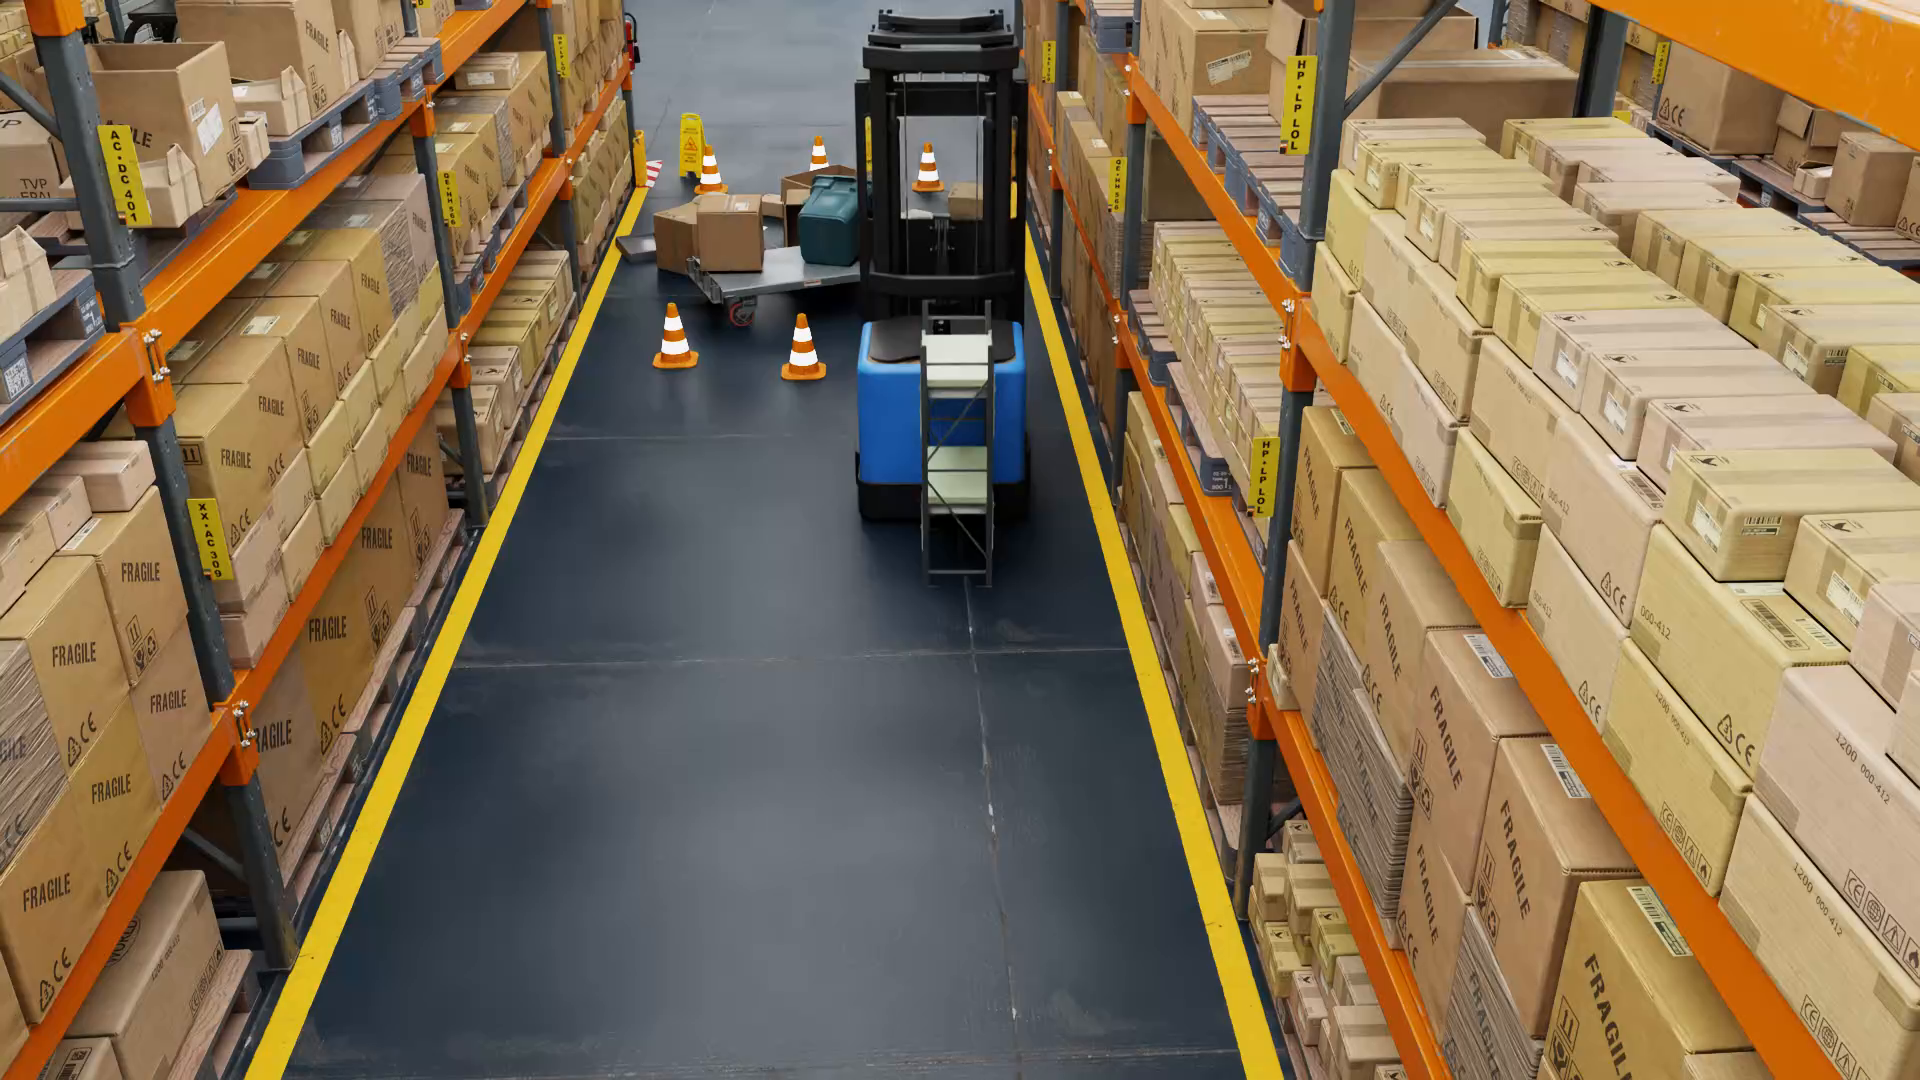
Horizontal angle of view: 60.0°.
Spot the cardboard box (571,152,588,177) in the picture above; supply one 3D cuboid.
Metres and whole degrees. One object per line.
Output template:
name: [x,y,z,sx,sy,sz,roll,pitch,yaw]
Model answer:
cardboard box: [-3.378,-3.187,14.125,0.380,0.149,0.250,-1,28,-2]

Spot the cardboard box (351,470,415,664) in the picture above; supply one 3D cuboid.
cardboard box: [-3.466,0.074,8.708,0.875,0.875,0.875,-1,28,-2]

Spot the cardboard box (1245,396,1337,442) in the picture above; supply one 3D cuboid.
cardboard box: [1.443,-0.497,7.133,0.380,0.149,0.250,-2,28,-4]

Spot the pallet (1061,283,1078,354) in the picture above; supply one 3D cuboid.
pallet: [1.383,-1.837,13.545,1.003,0.211,1.213,-1,28,-3]

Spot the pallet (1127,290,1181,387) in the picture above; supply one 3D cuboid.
pallet: [1.620,-1.169,9.456,1.213,0.211,1.003,-1,28,-3]

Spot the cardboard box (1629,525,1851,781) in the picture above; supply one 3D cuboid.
cardboard box: [1.588,0.186,3.028,0.500,0.250,0.500,-2,28,-4]

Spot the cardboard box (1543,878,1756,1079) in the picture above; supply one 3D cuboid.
cardboard box: [1.596,1.055,3.473,0.500,0.500,0.500,-2,28,-4]

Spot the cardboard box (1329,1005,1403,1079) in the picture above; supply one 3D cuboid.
cardboard box: [1.482,1.728,5.679,0.380,0.149,0.250,-1,28,-2]

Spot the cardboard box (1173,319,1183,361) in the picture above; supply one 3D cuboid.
cardboard box: [1.342,-1.071,8.878,0.380,0.149,0.250,0,28,0]

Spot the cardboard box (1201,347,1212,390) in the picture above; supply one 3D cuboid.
cardboard box: [1.388,-0.840,8.114,0.380,0.149,0.250,0,28,-1]

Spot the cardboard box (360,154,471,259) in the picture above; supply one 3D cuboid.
cardboard box: [-3.254,-1.991,9.939,0.500,0.500,0.500,-2,28,-4]

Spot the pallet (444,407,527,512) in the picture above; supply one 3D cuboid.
pallet: [-3.501,-0.539,11.056,1.003,0.211,1.213,-1,28,-3]

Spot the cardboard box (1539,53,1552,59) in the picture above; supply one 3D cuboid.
cardboard box: [5.826,-4.638,16.170,0.380,0.149,0.250,-1,28,-3]

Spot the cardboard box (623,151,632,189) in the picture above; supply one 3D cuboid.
cardboard box: [-3.567,-3.699,16.617,0.500,0.250,0.500,-2,28,-3]

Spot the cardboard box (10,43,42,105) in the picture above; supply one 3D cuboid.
cardboard box: [-8.466,-4.103,14.765,0.500,0.500,0.500,-1,28,-2]

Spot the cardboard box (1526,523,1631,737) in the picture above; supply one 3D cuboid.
cardboard box: [1.560,0.181,3.577,0.500,0.250,0.500,0,28,0]

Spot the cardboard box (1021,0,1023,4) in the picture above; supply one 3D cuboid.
cardboard box: [1.040,-5.649,16.507,0.875,0.550,0.550,-1,28,-3]

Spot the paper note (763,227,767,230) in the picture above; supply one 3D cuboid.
paper note: [-1.947,-3.003,15.988,0.148,0.019,0.142,8,29,15]

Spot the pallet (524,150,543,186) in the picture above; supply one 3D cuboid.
pallet: [-3.776,-2.821,12.622,1.003,0.211,1.213,-1,28,-3]

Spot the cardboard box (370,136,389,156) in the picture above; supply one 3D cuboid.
cardboard box: [-3.801,-2.219,10.377,0.500,0.500,0.500,-2,28,-3]

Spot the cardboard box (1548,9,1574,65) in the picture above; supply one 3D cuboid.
cardboard box: [6.148,-4.810,15.799,0.875,0.500,0.500,-1,28,-3]

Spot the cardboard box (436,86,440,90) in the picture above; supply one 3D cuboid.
cardboard box: [-3.839,-3.187,11.532,0.380,0.149,0.250,0,28,0]

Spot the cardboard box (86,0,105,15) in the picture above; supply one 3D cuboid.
cardboard box: [-8.538,-5.166,16.102,0.380,0.149,0.250,-1,28,-2]

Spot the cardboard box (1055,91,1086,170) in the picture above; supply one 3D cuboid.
cardboard box: [1.026,-3.223,13.078,0.500,0.500,0.500,-1,28,-2]

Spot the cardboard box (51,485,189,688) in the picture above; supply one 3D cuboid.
cardboard box: [-2.952,0.156,5.518,0.500,0.500,0.500,-2,28,-3]

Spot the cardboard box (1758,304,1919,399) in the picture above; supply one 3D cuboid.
cardboard box: [2.053,-0.422,3.761,0.380,0.149,0.250,0,28,-1]

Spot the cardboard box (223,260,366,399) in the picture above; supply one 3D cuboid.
cardboard box: [-3.100,-0.970,7.677,0.500,0.500,0.500,-2,28,-3]

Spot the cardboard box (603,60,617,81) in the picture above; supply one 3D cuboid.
cardboard box: [-3.486,-4.479,15.866,0.380,0.149,0.250,-1,28,-2]

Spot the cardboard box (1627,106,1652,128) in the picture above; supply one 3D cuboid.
cardboard box: [5.918,-3.598,14.176,0.380,0.149,0.250,-1,28,-3]

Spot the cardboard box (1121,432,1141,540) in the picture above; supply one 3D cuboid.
cardboard box: [1.259,-0.326,9.881,0.500,0.500,0.500,-3,28,-5]

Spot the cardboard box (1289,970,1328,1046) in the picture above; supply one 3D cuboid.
cardboard box: [1.462,1.756,6.268,0.380,0.149,0.250,-2,28,-3]

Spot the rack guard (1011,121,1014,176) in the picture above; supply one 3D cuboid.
rack guard: [1.058,-4.178,17.721,1.175,0.500,0.348,-1,28,-3]

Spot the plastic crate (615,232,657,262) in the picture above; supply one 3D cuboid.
plastic crate: [-2.933,-2.712,15.364,0.402,0.080,0.583,-11,30,-20]

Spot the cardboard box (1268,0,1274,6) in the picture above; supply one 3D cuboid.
cardboard box: [1.799,-2.467,8.385,0.500,0.500,0.500,-1,28,-3]

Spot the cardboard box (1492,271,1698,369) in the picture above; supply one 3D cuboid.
cardboard box: [1.506,-0.527,3.963,0.380,0.149,0.250,-2,28,-4]

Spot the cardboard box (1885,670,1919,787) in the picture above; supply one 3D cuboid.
cardboard box: [1.583,0.305,2.368,0.380,0.149,0.250,-2,28,-3]

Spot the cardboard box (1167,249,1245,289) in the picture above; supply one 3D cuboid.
cardboard box: [1.332,-1.464,8.988,0.380,0.149,0.250,-2,28,-3]

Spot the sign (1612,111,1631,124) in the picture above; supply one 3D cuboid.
sign: [2.227,-1.310,5.715,0.100,0.325,0.005,-1,28,-3]

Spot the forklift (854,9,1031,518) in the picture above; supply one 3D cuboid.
forklift: [-0.117,-2.071,11.051,1.130,2.935,3.031,0,28,0]

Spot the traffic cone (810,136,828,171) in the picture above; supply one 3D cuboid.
traffic cone: [-1.478,-4.001,17.421,0.336,0.463,0.334,-1,28,-3]

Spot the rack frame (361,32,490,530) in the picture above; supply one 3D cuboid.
rack frame: [-3.461,-1.415,9.719,1.000,3.000,0.127,-1,28,-3]

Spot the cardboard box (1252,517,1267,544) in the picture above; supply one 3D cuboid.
cardboard box: [1.453,-0.107,7.030,0.380,0.149,0.250,-1,28,-2]

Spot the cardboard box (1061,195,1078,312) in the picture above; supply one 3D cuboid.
cardboard box: [1.390,-2.333,13.457,1.050,0.750,0.750,-2,28,-3]

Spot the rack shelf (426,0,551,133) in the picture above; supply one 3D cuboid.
rack shelf: [-3.566,-3.350,10.963,1.077,0.370,4.000,-1,28,-3]

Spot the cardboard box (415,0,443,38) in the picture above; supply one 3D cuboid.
cardboard box: [-3.501,-3.227,9.842,0.700,0.500,0.500,-1,28,-3]

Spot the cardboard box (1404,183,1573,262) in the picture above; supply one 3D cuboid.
cardboard box: [1.477,-0.893,4.666,0.380,0.149,0.250,-2,28,-4]

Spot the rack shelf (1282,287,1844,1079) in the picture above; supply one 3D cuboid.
rack shelf: [1.790,0.179,4.198,1.077,0.370,4.000,-1,28,-3]

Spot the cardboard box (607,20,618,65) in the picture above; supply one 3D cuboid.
cardboard box: [-3.554,-4.810,15.799,0.500,0.500,0.500,-1,28,-3]

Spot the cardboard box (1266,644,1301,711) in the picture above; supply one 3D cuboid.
cardboard box: [1.373,0.516,6.288,0.380,0.149,0.250,0,28,-1]

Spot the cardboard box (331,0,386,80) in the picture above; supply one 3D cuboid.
cardboard box: [-3.220,-2.523,8.037,0.700,0.500,0.500,-3,28,-5]

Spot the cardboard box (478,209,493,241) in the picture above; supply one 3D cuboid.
cardboard box: [-3.236,-2.031,10.717,0.380,0.149,0.250,-1,28,-2]

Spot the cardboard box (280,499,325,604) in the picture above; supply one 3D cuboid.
cardboard box: [-3.040,0.050,7.072,0.500,0.250,0.500,-2,28,-4]

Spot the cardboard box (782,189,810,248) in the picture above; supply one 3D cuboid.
cardboard box: [-1.202,-2.881,15.083,0.797,0.637,0.503,-1,28,-3]

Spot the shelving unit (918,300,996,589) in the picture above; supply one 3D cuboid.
shelving unit: [-0.017,-0.557,9.695,0.431,1.500,0.755,0,28,0]

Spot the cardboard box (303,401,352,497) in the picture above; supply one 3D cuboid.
cardboard box: [-3.049,-0.407,7.407,0.500,0.250,0.500,-1,28,-2]

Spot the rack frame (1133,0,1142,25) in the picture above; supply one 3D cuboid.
rack frame: [1.477,-4.241,8.650,1.000,3.000,0.127,-1,28,-3]

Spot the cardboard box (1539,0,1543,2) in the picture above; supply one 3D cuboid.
cardboard box: [5.793,-5.477,15.996,0.500,0.500,0.500,-1,28,-3]
